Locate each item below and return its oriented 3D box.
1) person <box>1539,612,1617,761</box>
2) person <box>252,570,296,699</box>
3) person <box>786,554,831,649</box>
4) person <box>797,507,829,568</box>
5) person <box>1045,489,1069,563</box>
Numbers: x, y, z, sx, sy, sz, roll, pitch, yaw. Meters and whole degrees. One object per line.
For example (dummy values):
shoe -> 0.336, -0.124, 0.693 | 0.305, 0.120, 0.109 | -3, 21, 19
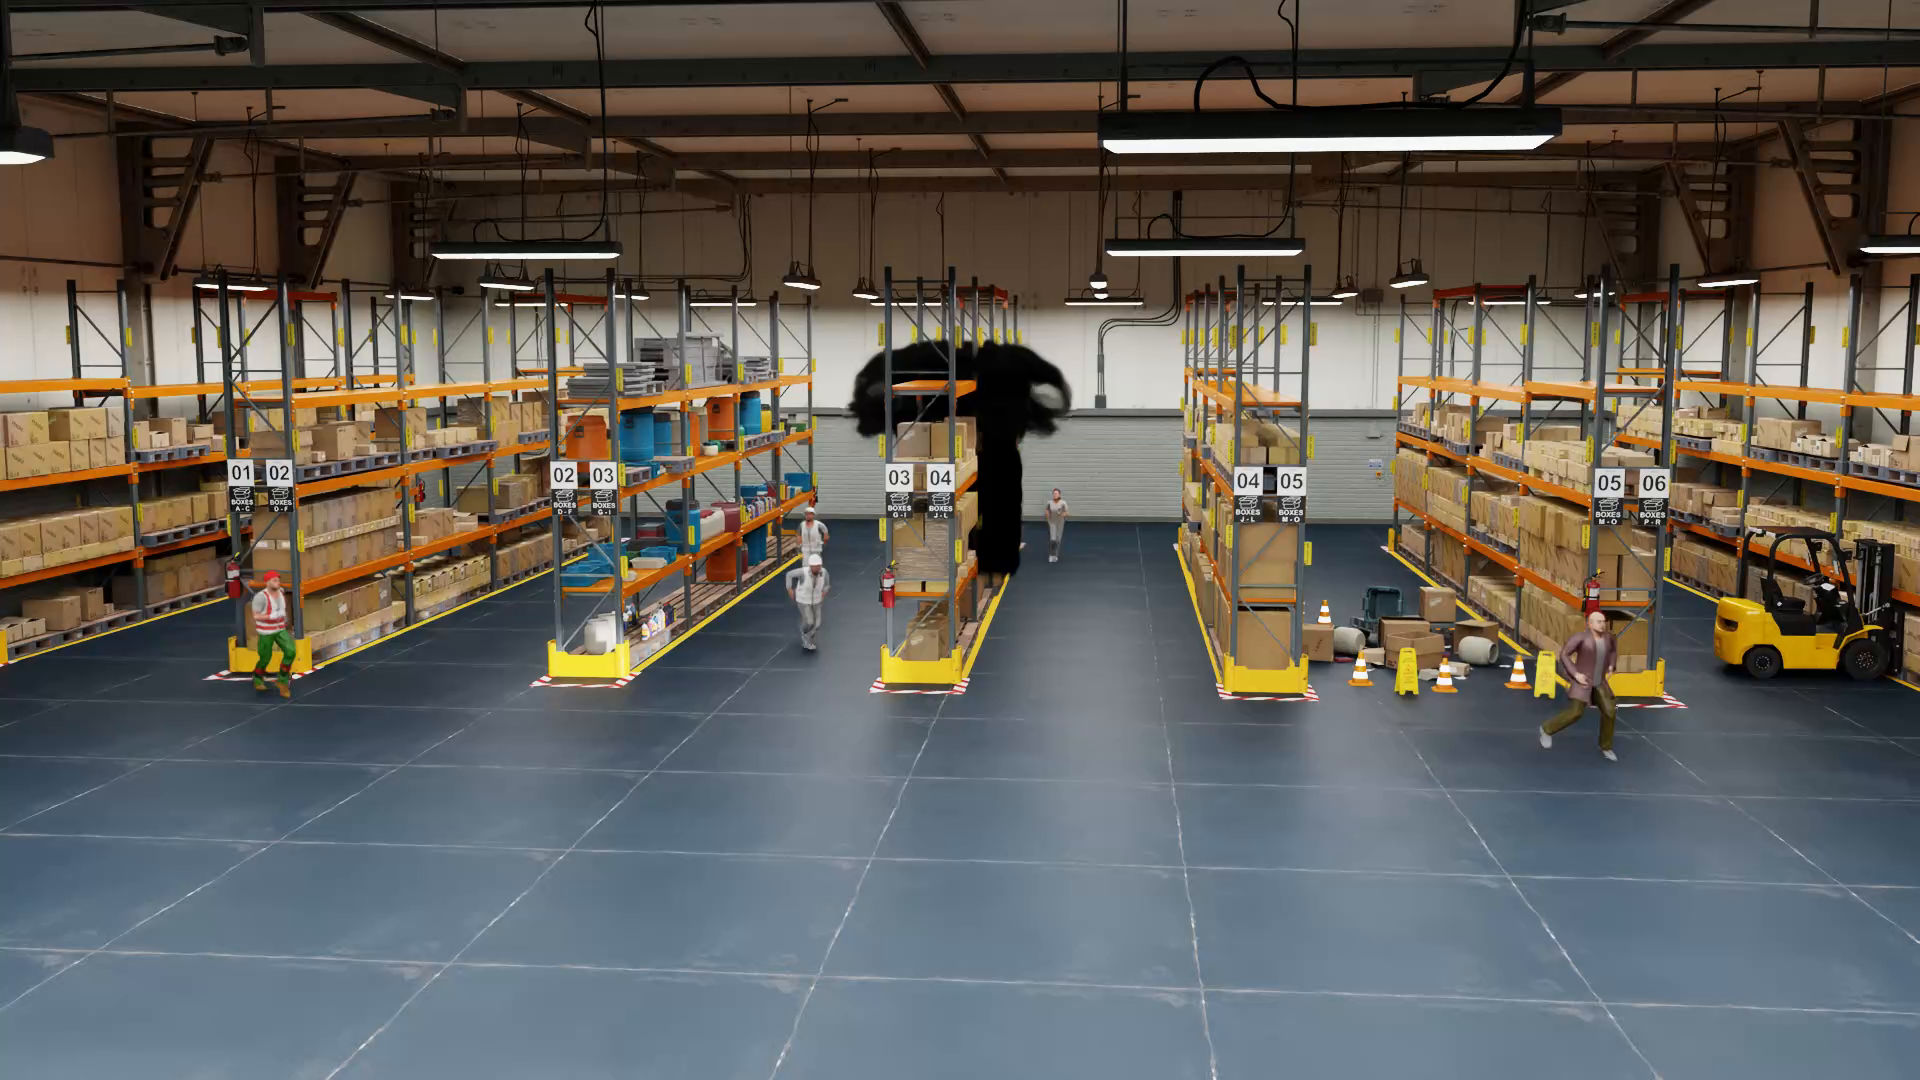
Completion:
person -> 7.530, 1.741, 19.999 | 0.922, 1.782, 0.790 | -2, 7, -19
person -> -9.616, 1.308, 23.220 | 0.853, 1.804, 0.692 | 4, 8, 29
person -> -2.416, 0.993, 26.533 | 0.681, 1.599, 0.865 | -3, 7, -22
person -> -2.846, 0.248, 32.023 | 0.648, 1.777, 0.755 | 1, 7, 5
person -> 2.155, -0.316, 37.067 | 0.542, 1.660, 0.652 | 1, 7, 4
